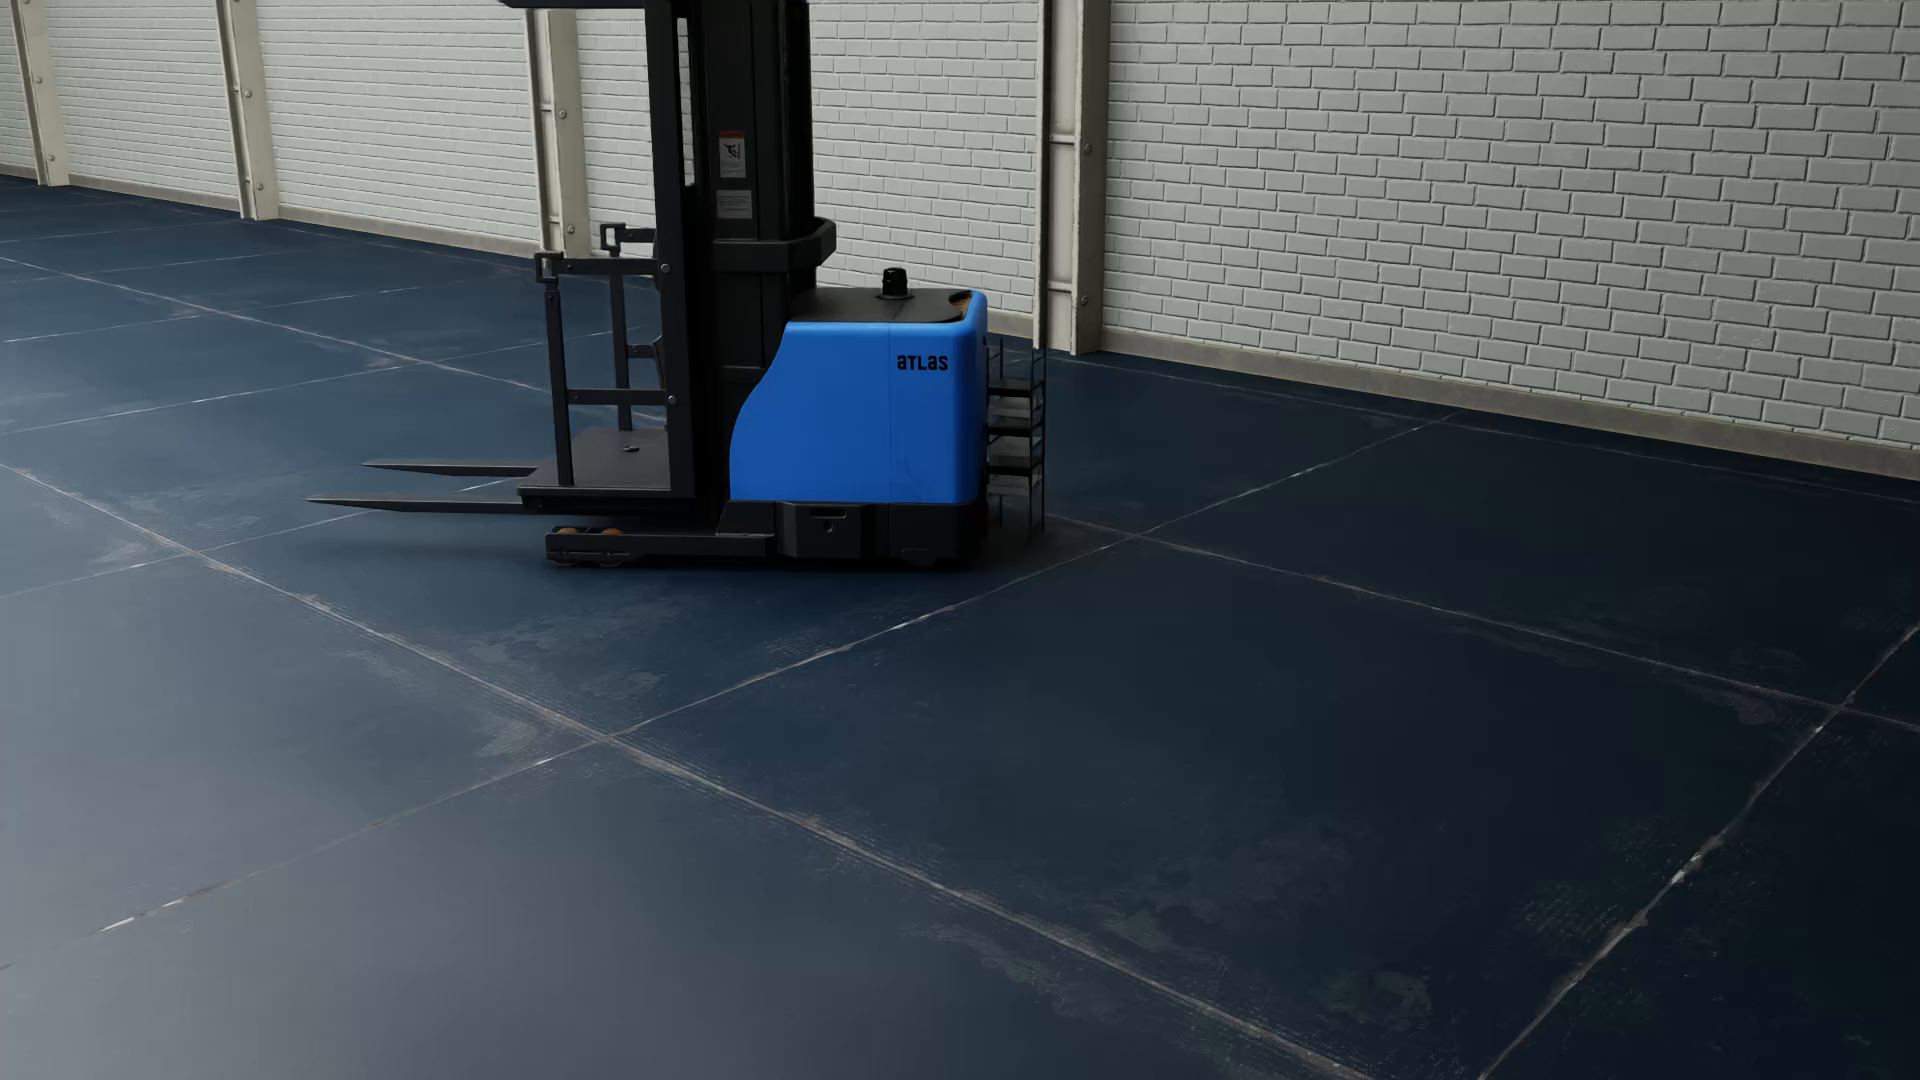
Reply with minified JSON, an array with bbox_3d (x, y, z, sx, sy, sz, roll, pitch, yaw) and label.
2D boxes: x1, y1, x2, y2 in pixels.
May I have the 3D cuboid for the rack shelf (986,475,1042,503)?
[{"bbox_3d":[0.253,-0.239,7.582,0.200,0.077,0.258,5,18,17],"label":"rack shelf"}]

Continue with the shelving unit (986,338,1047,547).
[{"bbox_3d":[0.253,-0.442,7.518,0.210,0.900,0.258,5,18,17],"label":"shelving unit"}]

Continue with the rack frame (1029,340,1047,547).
[{"bbox_3d":[0.350,-0.433,7.488,0.006,0.900,0.240,5,18,17],"label":"rack frame"}]

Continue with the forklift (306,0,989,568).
[{"bbox_3d":[-1.400,-1.435,7.289,3.031,2.935,1.130,1,18,4],"label":"forklift"}]

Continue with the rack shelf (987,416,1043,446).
[{"bbox_3d":[0.253,-0.496,7.500,0.200,0.077,0.258,5,18,17],"label":"rack shelf"}]

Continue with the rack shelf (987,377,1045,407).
[{"bbox_3d":[0.253,-0.668,7.446,0.200,0.077,0.258,5,18,17],"label":"rack shelf"}]

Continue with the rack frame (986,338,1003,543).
[{"bbox_3d":[0.156,-0.452,7.547,0.006,0.900,0.240,5,18,17],"label":"rack frame"}]

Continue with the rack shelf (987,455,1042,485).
[{"bbox_3d":[0.253,-0.325,7.555,0.200,0.077,0.258,5,18,17],"label":"rack shelf"}]

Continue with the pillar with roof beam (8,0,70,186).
[{"bbox_3d":[-15.549,-8.303,18.899,0.400,9.000,9.100,15,23,39],"label":"pillar with roof beam"}]

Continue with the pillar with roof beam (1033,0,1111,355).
[{"bbox_3d":[-2.086,-4.689,7.511,0.400,9.000,9.100,15,23,39],"label":"pillar with roof beam"}]

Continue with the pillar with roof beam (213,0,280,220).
[{"bbox_3d":[-11.061,-7.099,15.103,0.400,9.000,9.100,15,23,39],"label":"pillar with roof beam"}]

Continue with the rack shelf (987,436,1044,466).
[{"bbox_3d":[0.253,-0.410,7.528,0.200,0.077,0.258,5,18,17],"label":"rack shelf"}]

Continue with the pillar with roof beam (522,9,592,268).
[{"bbox_3d":[-6.574,-5.894,11.307,0.400,9.000,9.100,15,23,39],"label":"pillar with roof beam"}]

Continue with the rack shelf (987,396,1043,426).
[{"bbox_3d":[0.253,-0.582,7.473,0.200,0.077,0.258,5,18,17],"label":"rack shelf"}]
